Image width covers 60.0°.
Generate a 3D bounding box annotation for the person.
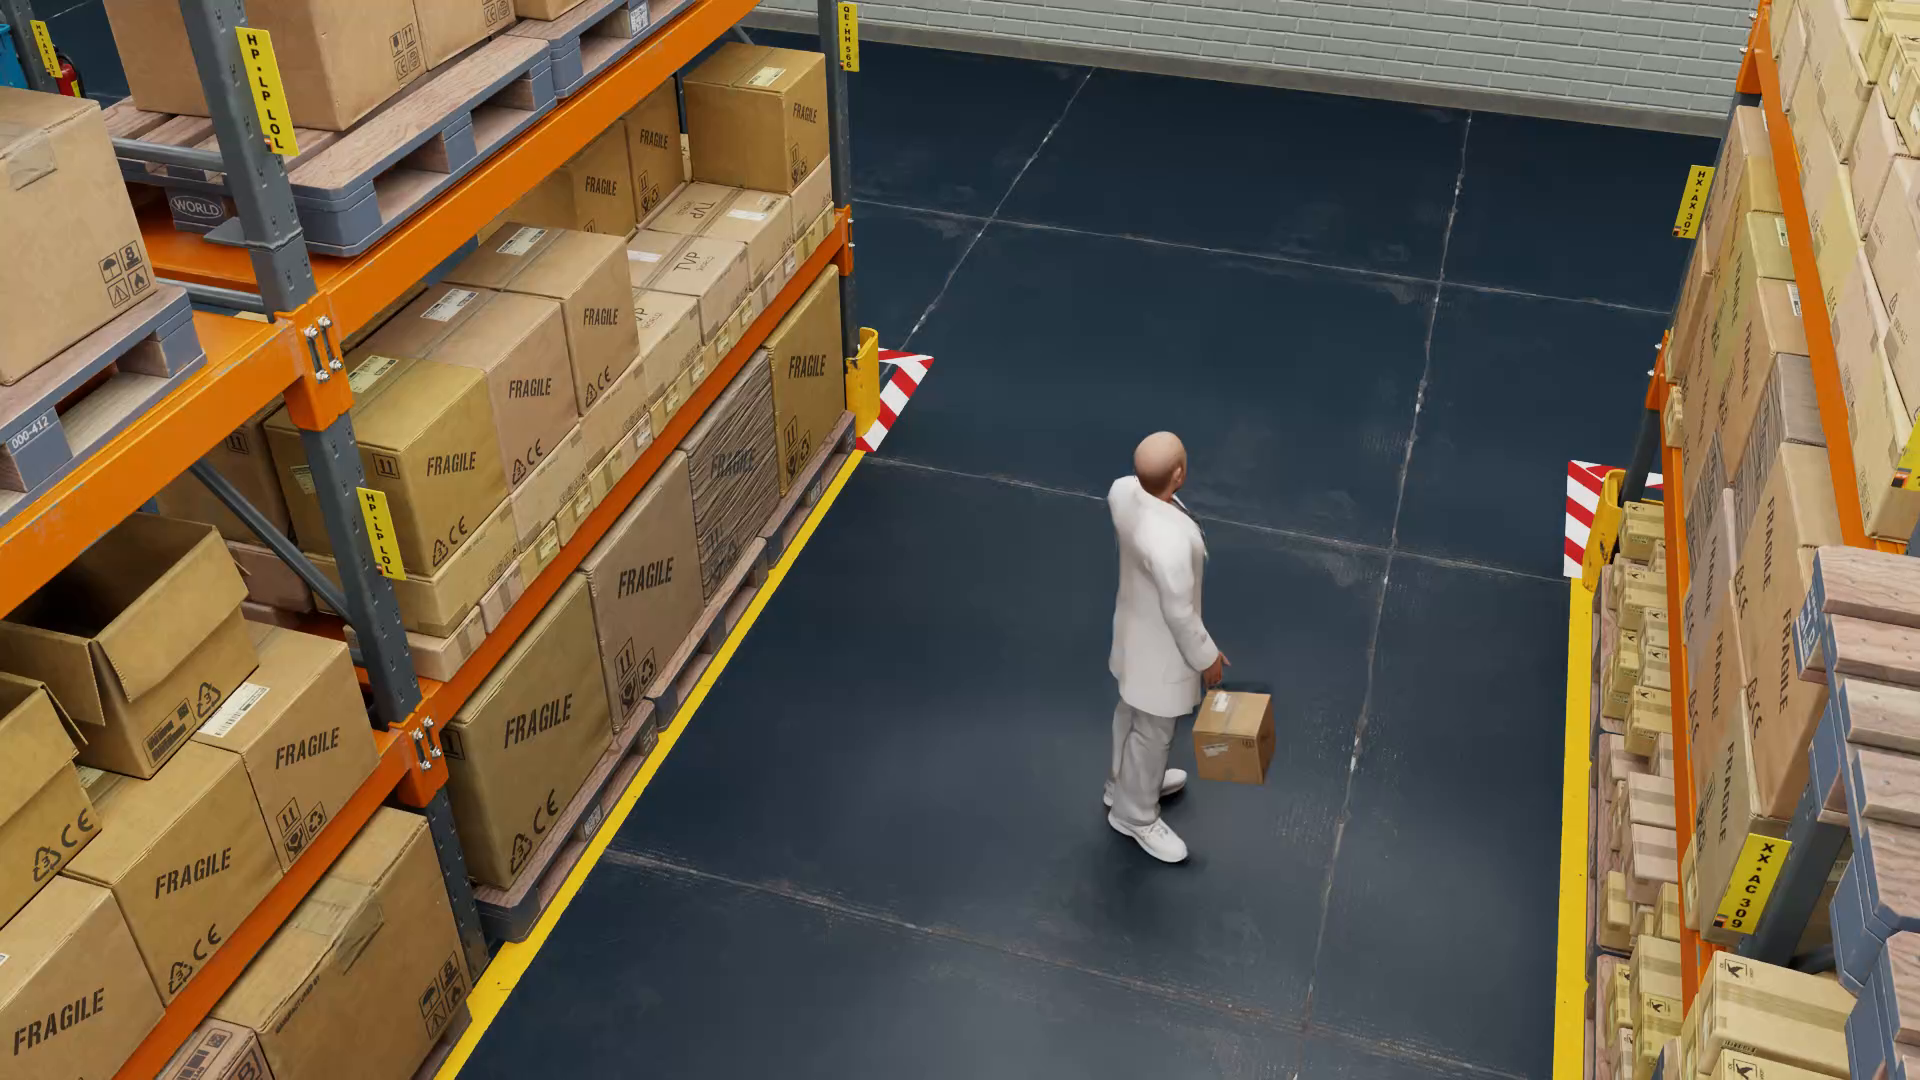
[{"bbox_3d":[0.789,0.385,6.360,0.404,1.784,0.671,-8,37,-10],"label":"person"}]
